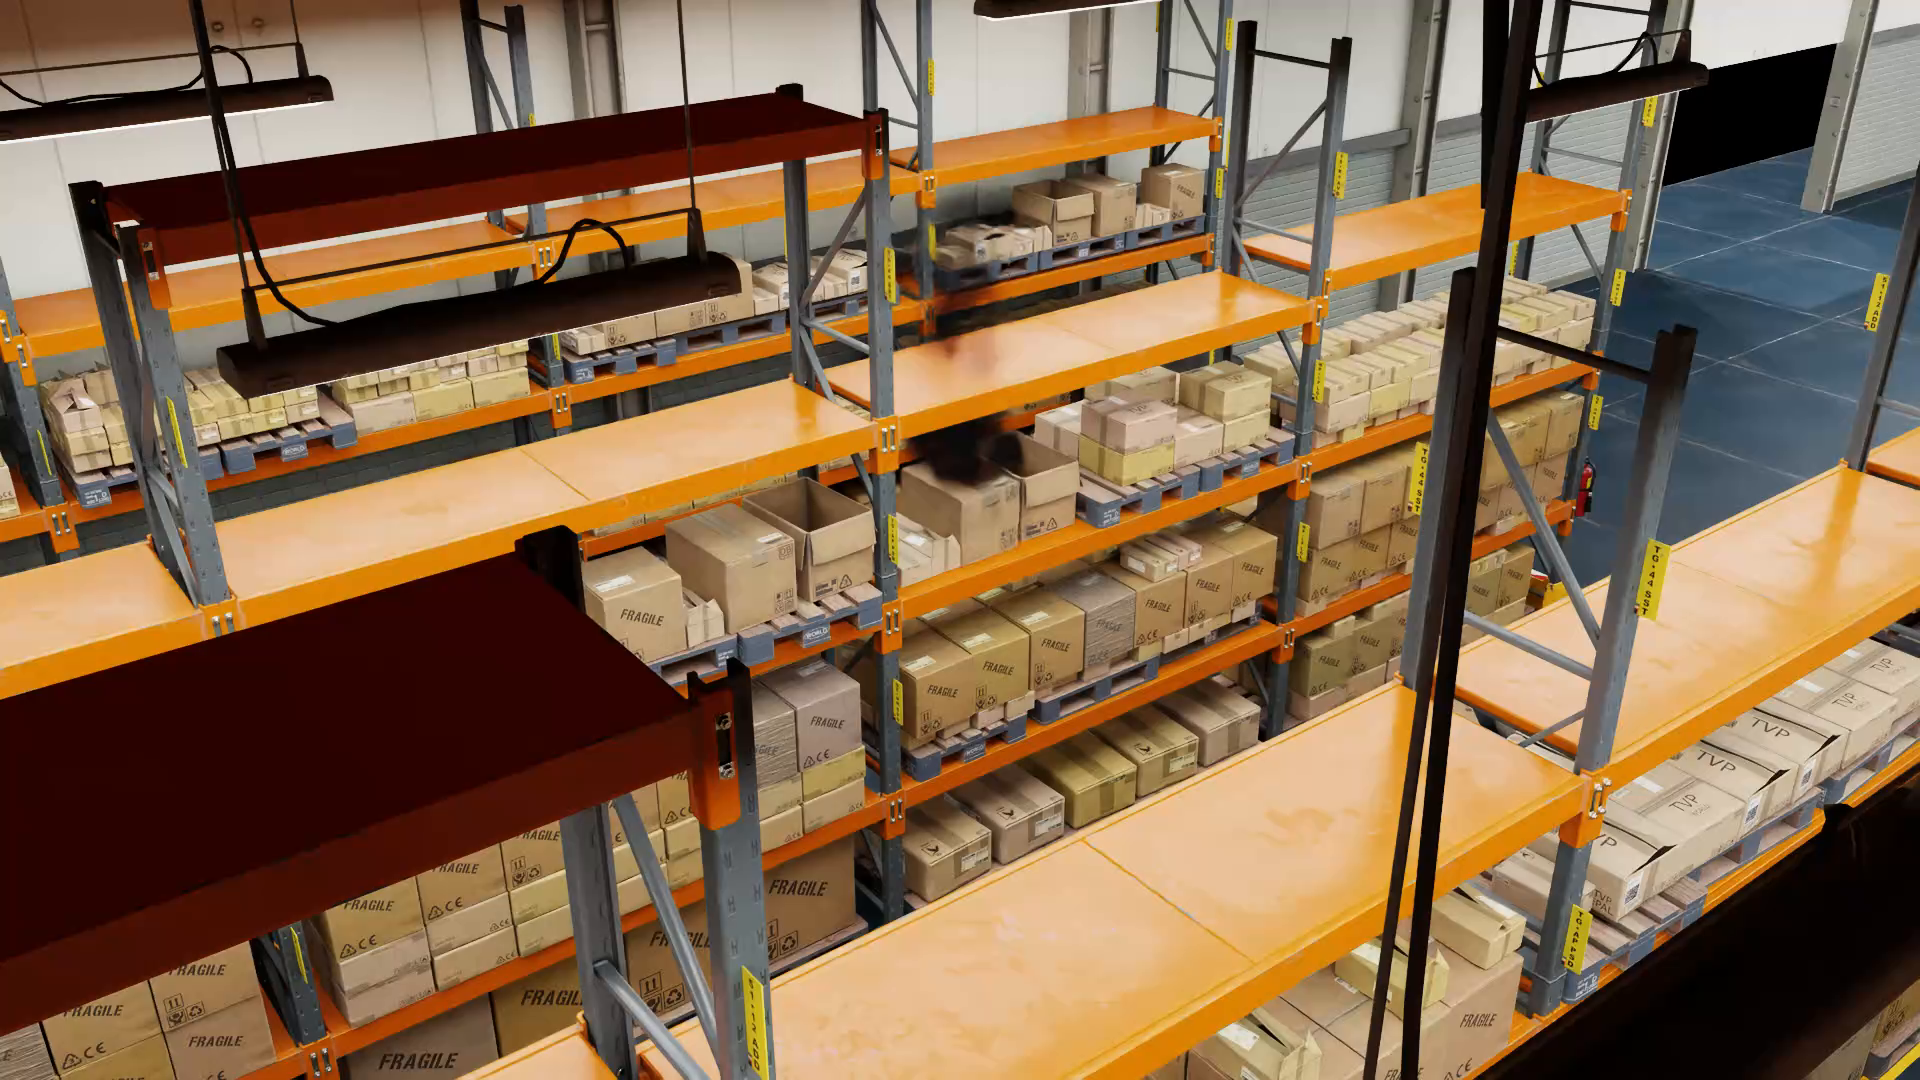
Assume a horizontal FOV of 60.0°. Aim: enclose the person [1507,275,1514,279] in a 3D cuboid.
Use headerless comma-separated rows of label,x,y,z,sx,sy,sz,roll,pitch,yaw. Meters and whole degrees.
person,6.941,-2.592,21.526,0.696,1.729,1.045,18,31,32
